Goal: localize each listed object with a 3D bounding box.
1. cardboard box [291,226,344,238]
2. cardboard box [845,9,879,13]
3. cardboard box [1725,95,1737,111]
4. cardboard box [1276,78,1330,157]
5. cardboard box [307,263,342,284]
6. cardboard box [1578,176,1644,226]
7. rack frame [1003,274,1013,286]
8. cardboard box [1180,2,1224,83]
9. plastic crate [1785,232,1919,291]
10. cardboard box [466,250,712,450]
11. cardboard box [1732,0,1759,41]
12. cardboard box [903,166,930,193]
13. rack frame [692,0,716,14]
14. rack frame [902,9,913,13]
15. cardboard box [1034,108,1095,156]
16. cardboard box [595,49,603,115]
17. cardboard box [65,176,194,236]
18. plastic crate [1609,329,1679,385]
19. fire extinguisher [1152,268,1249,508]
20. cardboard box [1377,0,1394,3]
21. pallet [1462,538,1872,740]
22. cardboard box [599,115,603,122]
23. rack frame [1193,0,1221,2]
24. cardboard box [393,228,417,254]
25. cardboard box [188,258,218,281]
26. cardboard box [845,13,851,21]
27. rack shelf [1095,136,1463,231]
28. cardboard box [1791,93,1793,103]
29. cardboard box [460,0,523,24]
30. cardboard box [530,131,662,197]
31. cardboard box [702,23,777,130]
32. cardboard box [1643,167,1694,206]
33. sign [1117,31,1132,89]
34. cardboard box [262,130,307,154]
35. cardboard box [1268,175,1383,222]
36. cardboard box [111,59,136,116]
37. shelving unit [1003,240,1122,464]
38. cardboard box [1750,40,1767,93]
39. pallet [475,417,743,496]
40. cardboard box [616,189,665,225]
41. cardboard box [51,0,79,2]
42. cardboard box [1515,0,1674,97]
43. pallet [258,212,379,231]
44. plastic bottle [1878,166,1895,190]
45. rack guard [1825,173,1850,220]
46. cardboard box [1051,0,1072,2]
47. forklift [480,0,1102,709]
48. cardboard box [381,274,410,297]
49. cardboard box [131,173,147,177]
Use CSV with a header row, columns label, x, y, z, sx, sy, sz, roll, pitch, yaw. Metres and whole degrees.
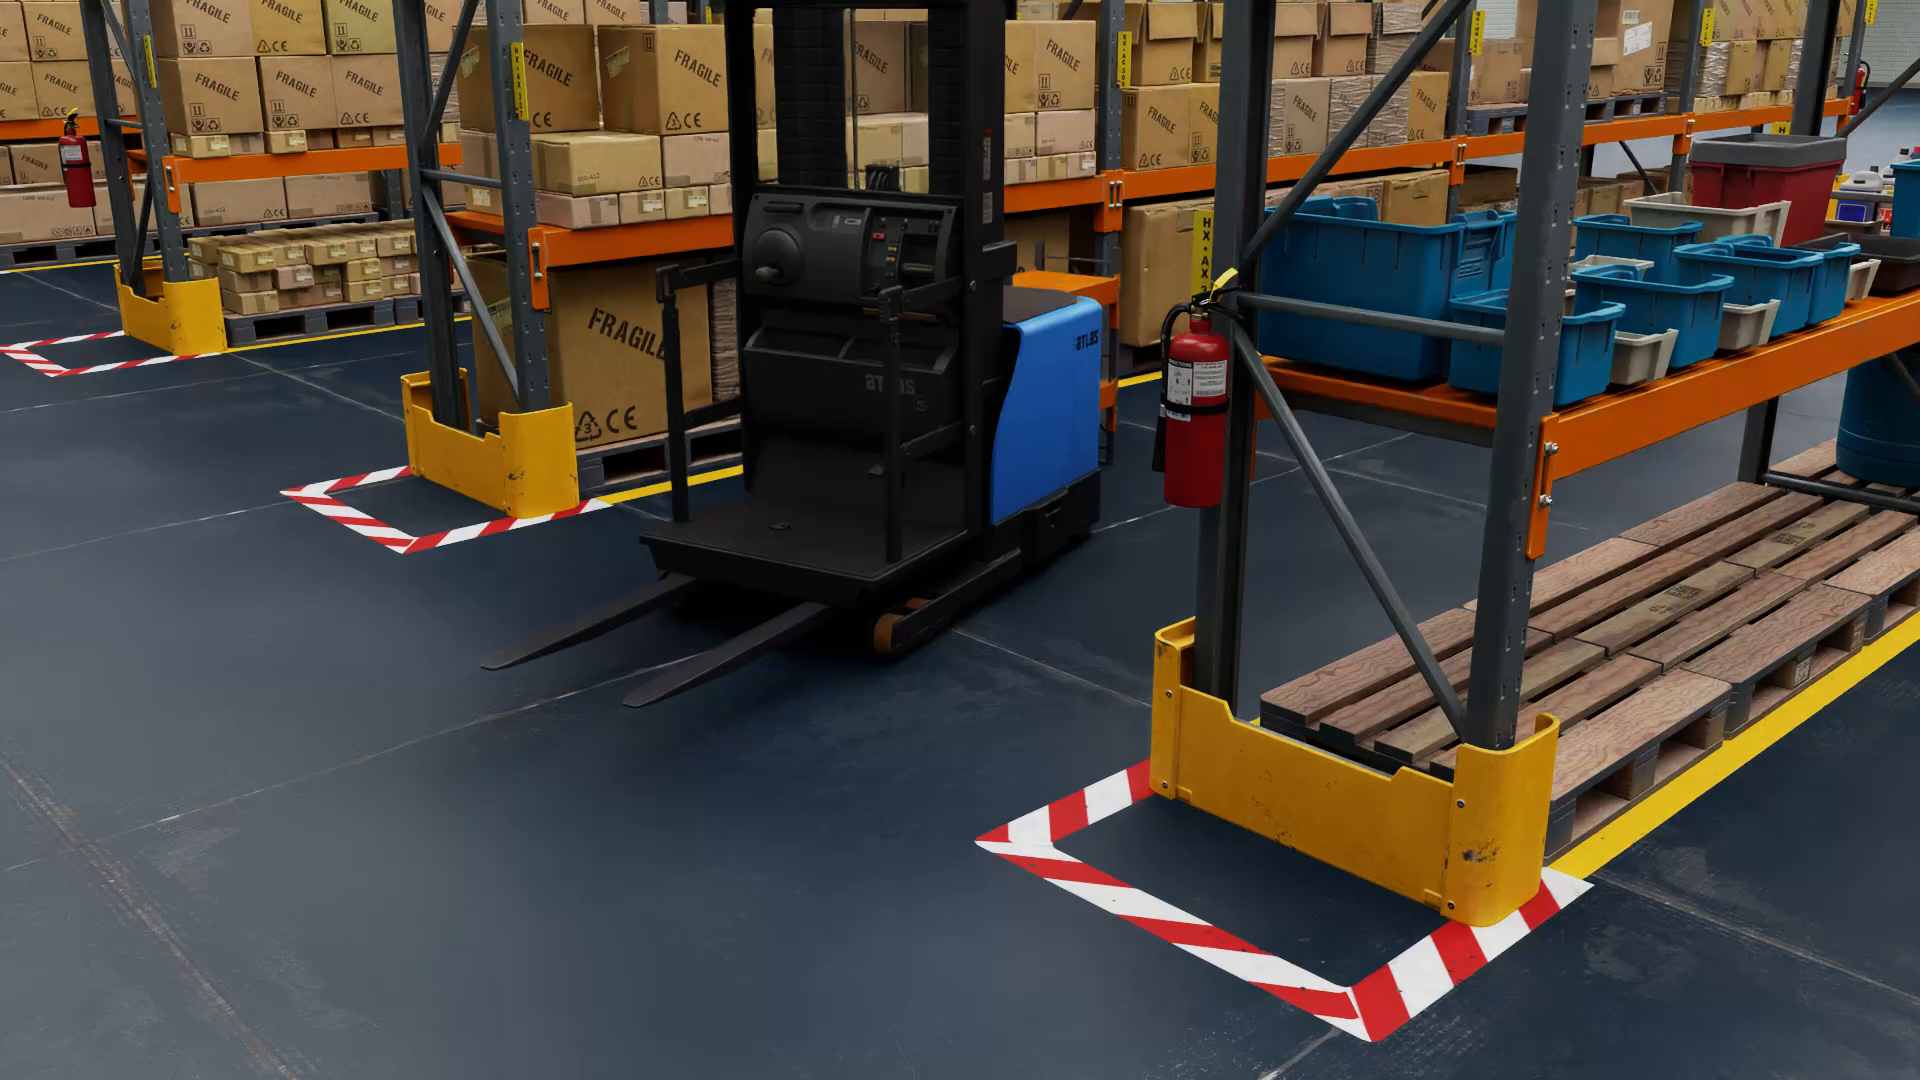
label,x,y,z,sx,sy,sz,roll,pitch,yaw
cardboard box,-4.879,-2.282,12.636,0.380,0.149,0.250,17,24,42
cardboard box,-1.255,-6.789,21.184,0.380,0.149,0.250,17,24,41
cardboard box,7.301,-4.255,16.152,0.250,0.149,0.380,-16,24,-41
cardboard box,2.203,-2.949,11.555,0.500,0.500,0.500,-16,24,-40
cardboard box,-4.732,-1.978,12.180,0.250,0.149,0.380,-16,24,-40
cardboard box,5.948,-3.127,15.605,0.700,0.500,0.500,16,24,40
rack frame,0.028,-0.722,7.887,0.500,1.125,0.032,12,21,33
cardboard box,1.561,-3.341,11.138,0.637,0.503,0.797,-16,24,-40
plastic crate,3.371,-1.027,6.137,0.590,0.125,0.437,-16,24,-41
cardboard box,-1.900,-1.032,8.567,0.875,0.875,0.875,-16,24,-41
cardboard box,7.273,-5.041,15.904,0.500,0.500,0.500,-16,24,-41
cardboard box,-0.334,-2.007,9.218,0.250,0.149,0.380,-17,24,-42
rack frame,-3.812,-7.564,25.951,0.127,3.000,1.000,-16,24,-41
rack frame,-0.399,-6.453,22.523,0.127,3.000,1.000,-16,24,-41
cardboard box,0.456,-2.454,9.952,0.500,0.250,0.500,-17,24,-42
cardboard box,-2.895,-3.693,13.367,0.500,0.500,0.500,-16,24,-41
cardboard box,-8.049,-3.249,16.115,0.875,0.438,0.875,-15,24,-39
plastic crate,1.788,-0.510,4.525,0.298,0.136,0.250,-16,24,-41
fire extinguisher,0.671,-0.435,4.692,0.183,0.674,0.296,-16,24,-41
cardboard box,4.849,-6.502,20.681,0.550,0.550,0.875,-16,24,-41
pallet,2.605,0.324,6.143,1.213,0.211,1.003,-16,24,-41
cardboard box,-2.897,-3.358,13.386,0.250,0.149,0.380,-17,25,-42
rack frame,3.075,-5.365,19.168,0.127,3.000,1.000,-16,24,-41
cardboard box,-4.088,-2.267,12.590,0.250,0.149,0.380,-16,24,-40
cardboard box,-5.457,-1.983,12.196,0.250,0.149,0.380,-17,25,-42
cardboard box,-1.696,-6.368,20.935,0.500,0.500,0.500,17,24,42
rack shelf,2.050,-2.618,11.863,4.000,0.370,1.077,-16,24,-41
cardboard box,8.353,-4.585,17.169,0.250,0.149,0.380,-16,24,-41
cardboard box,-3.647,-3.958,12.563,0.500,0.500,0.500,-15,24,-39
cardboard box,-1.776,-1.800,7.935,0.500,0.250,0.500,-17,25,-42
cardboard box,-1.040,-2.374,8.489,0.500,0.500,0.500,-17,25,-42
cardboard box,7.138,-3.441,16.607,0.500,0.500,0.500,-8,20,-24
sign,0.979,-2.862,9.917,0.005,0.325,0.100,-16,24,-41
cardboard box,-4.795,-2.806,11.683,0.380,0.149,0.250,17,25,42
cardboard box,2.334,-2.245,12.308,0.875,0.875,1.225,-16,24,-41
cardboard box,-7.842,-4.212,15.450,0.500,0.500,0.500,-16,24,-41
shelving unit,0.316,-0.851,8.285,0.538,1.125,1.048,12,21,33
cardboard box,7.460,-4.729,16.562,0.500,0.500,0.875,-16,24,-41
pallet,-1.783,-0.549,8.837,1.213,0.211,1.003,-16,24,-41
cardboard box,-1.640,-1.625,8.042,0.250,0.149,0.380,-17,24,-42
cardboard box,-8.083,-4.915,14.947,0.380,0.149,0.250,17,25,42
cardboard box,5.736,-4.580,15.094,1.000,1.000,1.000,-16,24,-40
pallet,-6.819,-3.287,17.282,1.213,0.211,1.003,-16,24,-41
plastic bottle,4.329,-1.601,7.760,0.135,0.276,0.152,-16,24,-41
rack guard,9.261,-3.874,18.623,0.348,0.500,1.175,-16,24,-41
cardboard box,1.155,-7.496,23.477,0.500,0.500,0.700,-16,24,-41
forklift,-0.537,-1.119,6.183,1.130,2.935,3.031,10,21,28
cardboard box,-4.353,-1.938,12.540,0.250,0.149,0.380,-16,24,-41
cardboard box,-10.088,-4.509,20.279,0.258,0.266,0.396,-15,23,-39
